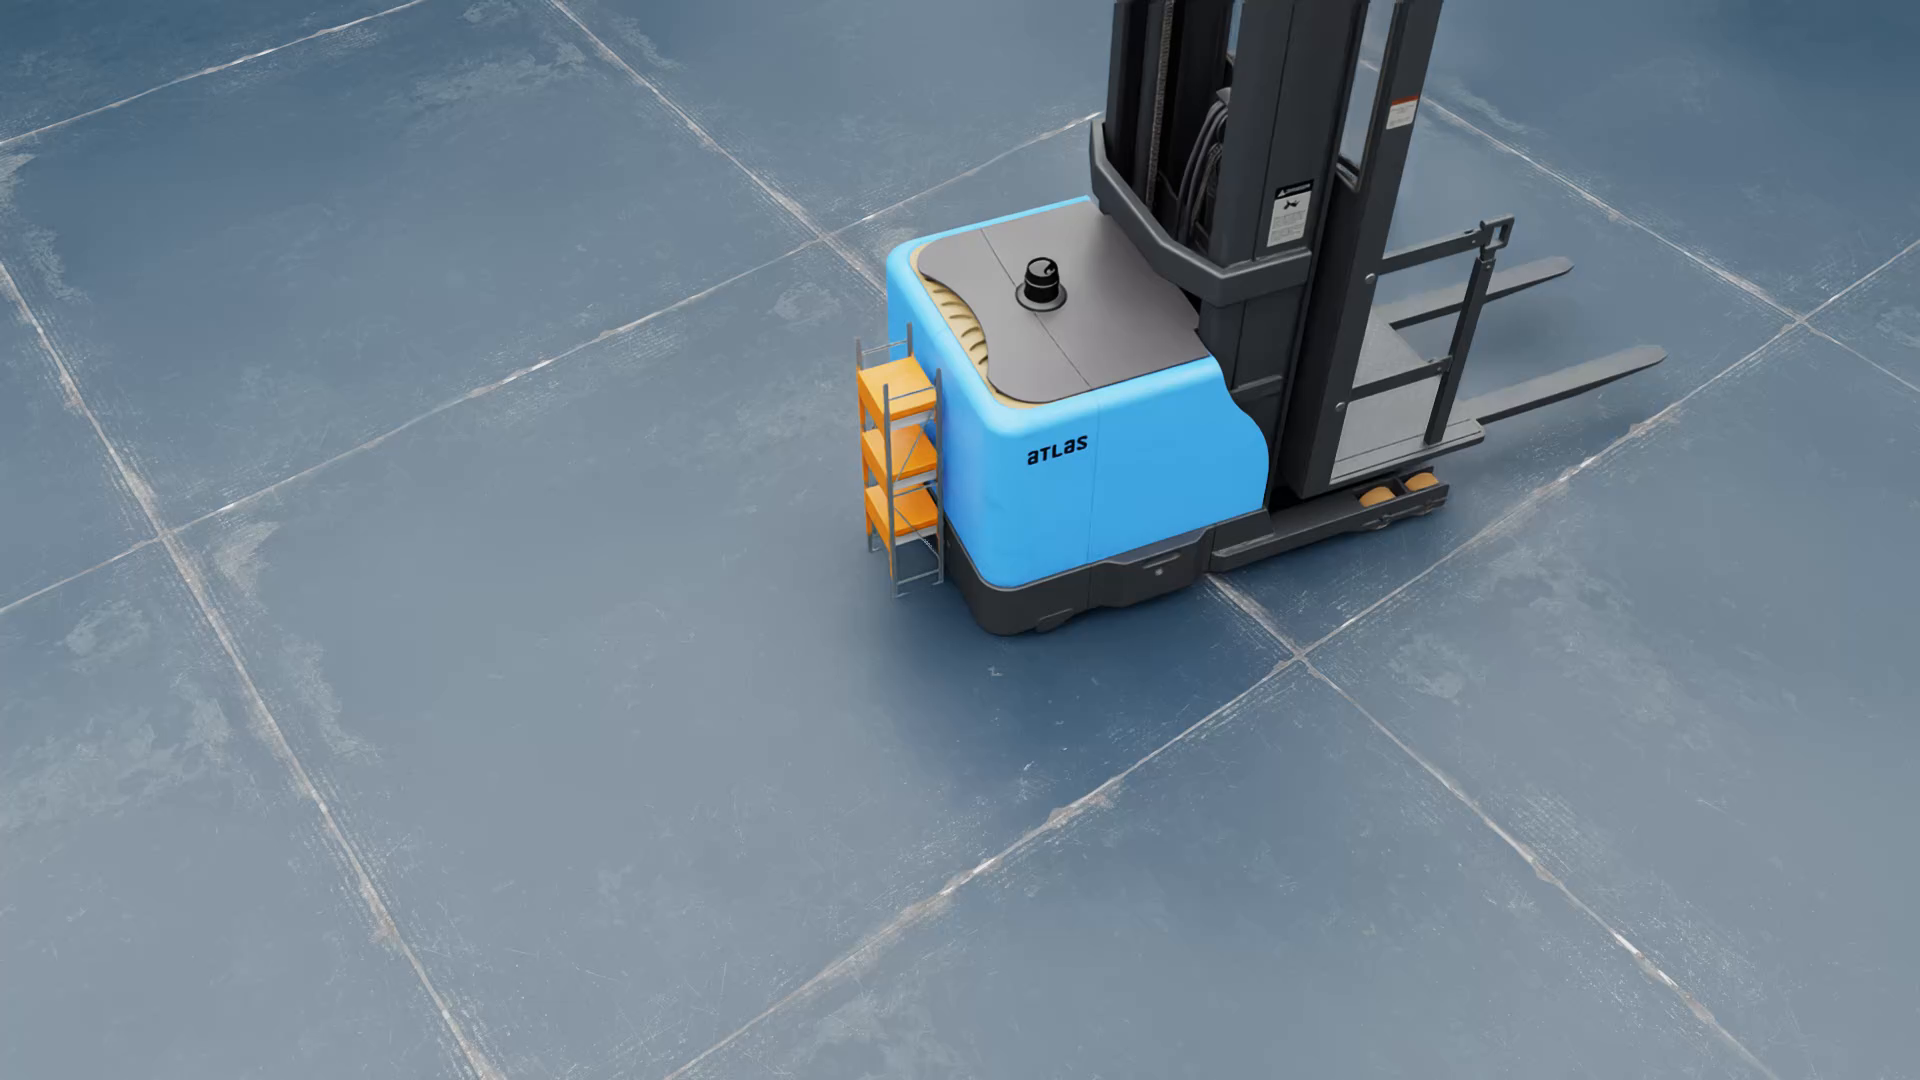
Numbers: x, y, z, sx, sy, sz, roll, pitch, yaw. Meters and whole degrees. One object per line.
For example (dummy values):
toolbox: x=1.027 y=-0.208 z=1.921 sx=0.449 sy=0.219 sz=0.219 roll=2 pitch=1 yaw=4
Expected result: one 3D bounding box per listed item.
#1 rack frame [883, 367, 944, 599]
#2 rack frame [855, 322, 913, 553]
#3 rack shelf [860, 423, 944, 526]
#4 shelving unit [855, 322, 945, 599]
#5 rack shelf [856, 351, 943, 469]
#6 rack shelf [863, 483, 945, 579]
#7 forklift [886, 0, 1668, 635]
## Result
rack frame: x=-0.153 y=-0.170 z=5.695 sx=0.200 sy=1.050 sz=0.008 roll=-18 pitch=50 yaw=-16
rack frame: x=-0.250 y=-0.335 z=5.845 sx=0.200 sy=1.050 sz=0.008 roll=-18 pitch=50 yaw=-16
rack shelf: x=-0.201 y=-0.246 z=5.778 sx=0.215 sy=0.259 sz=0.240 roll=-18 pitch=50 yaw=-16
shelving unit: x=-0.201 y=-0.253 z=5.770 sx=0.215 sy=1.050 sz=0.252 roll=-18 pitch=50 yaw=-16
rack shelf: x=-0.201 y=-0.436 z=5.568 sx=0.215 sy=0.259 sz=0.240 roll=-18 pitch=50 yaw=-16
rack shelf: x=-0.201 y=-0.059 z=5.984 sx=0.215 sy=0.259 sz=0.240 roll=-18 pitch=50 yaw=-16
forklift: x=1.298 y=-1.368 z=5.512 sx=3.031 sy=2.935 sz=1.130 roll=-17 pitch=50 yaw=-15
